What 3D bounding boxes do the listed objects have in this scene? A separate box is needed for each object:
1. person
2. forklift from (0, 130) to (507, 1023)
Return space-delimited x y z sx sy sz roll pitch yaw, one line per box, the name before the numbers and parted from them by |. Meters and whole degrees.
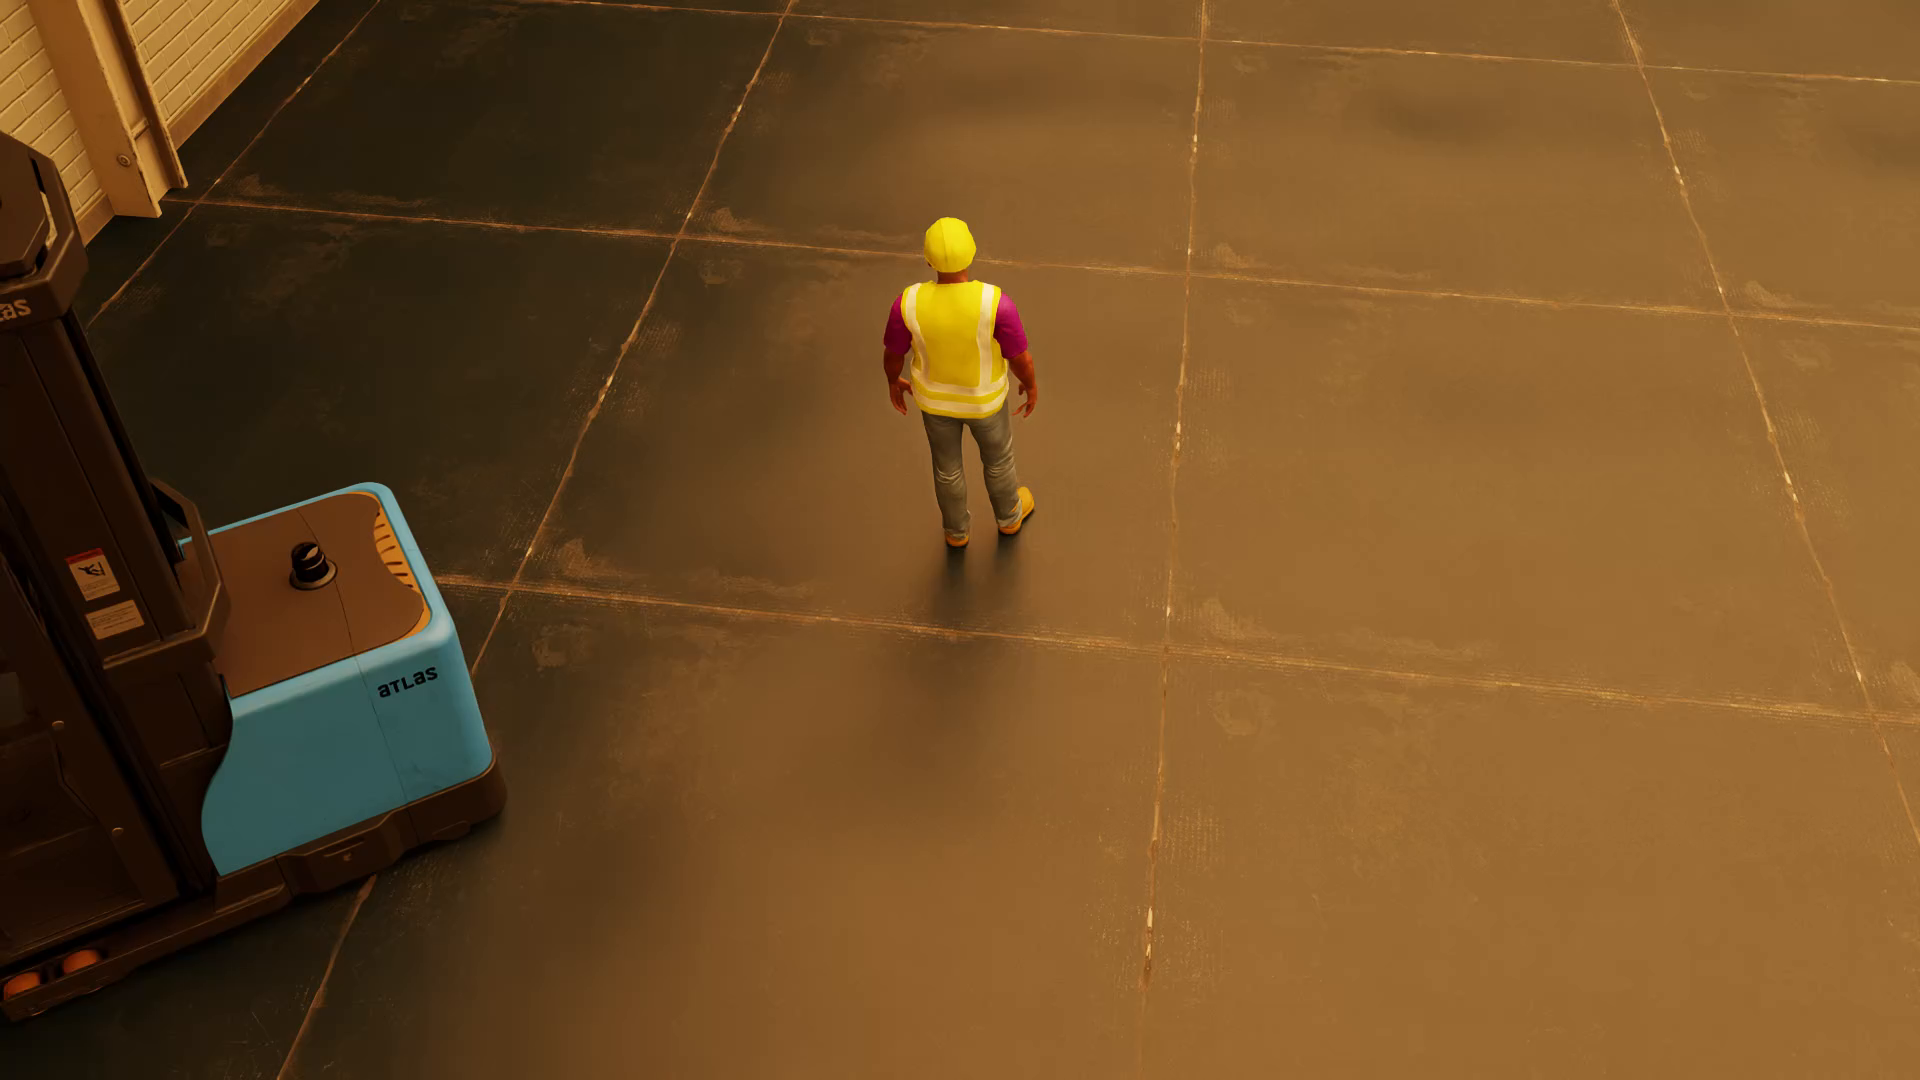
person | 0.014 -0.702 7.339 0.666 1.768 0.575 5 43 6
forklift | -3.353 0.231 5.473 3.031 2.935 1.130 -21 46 -21
